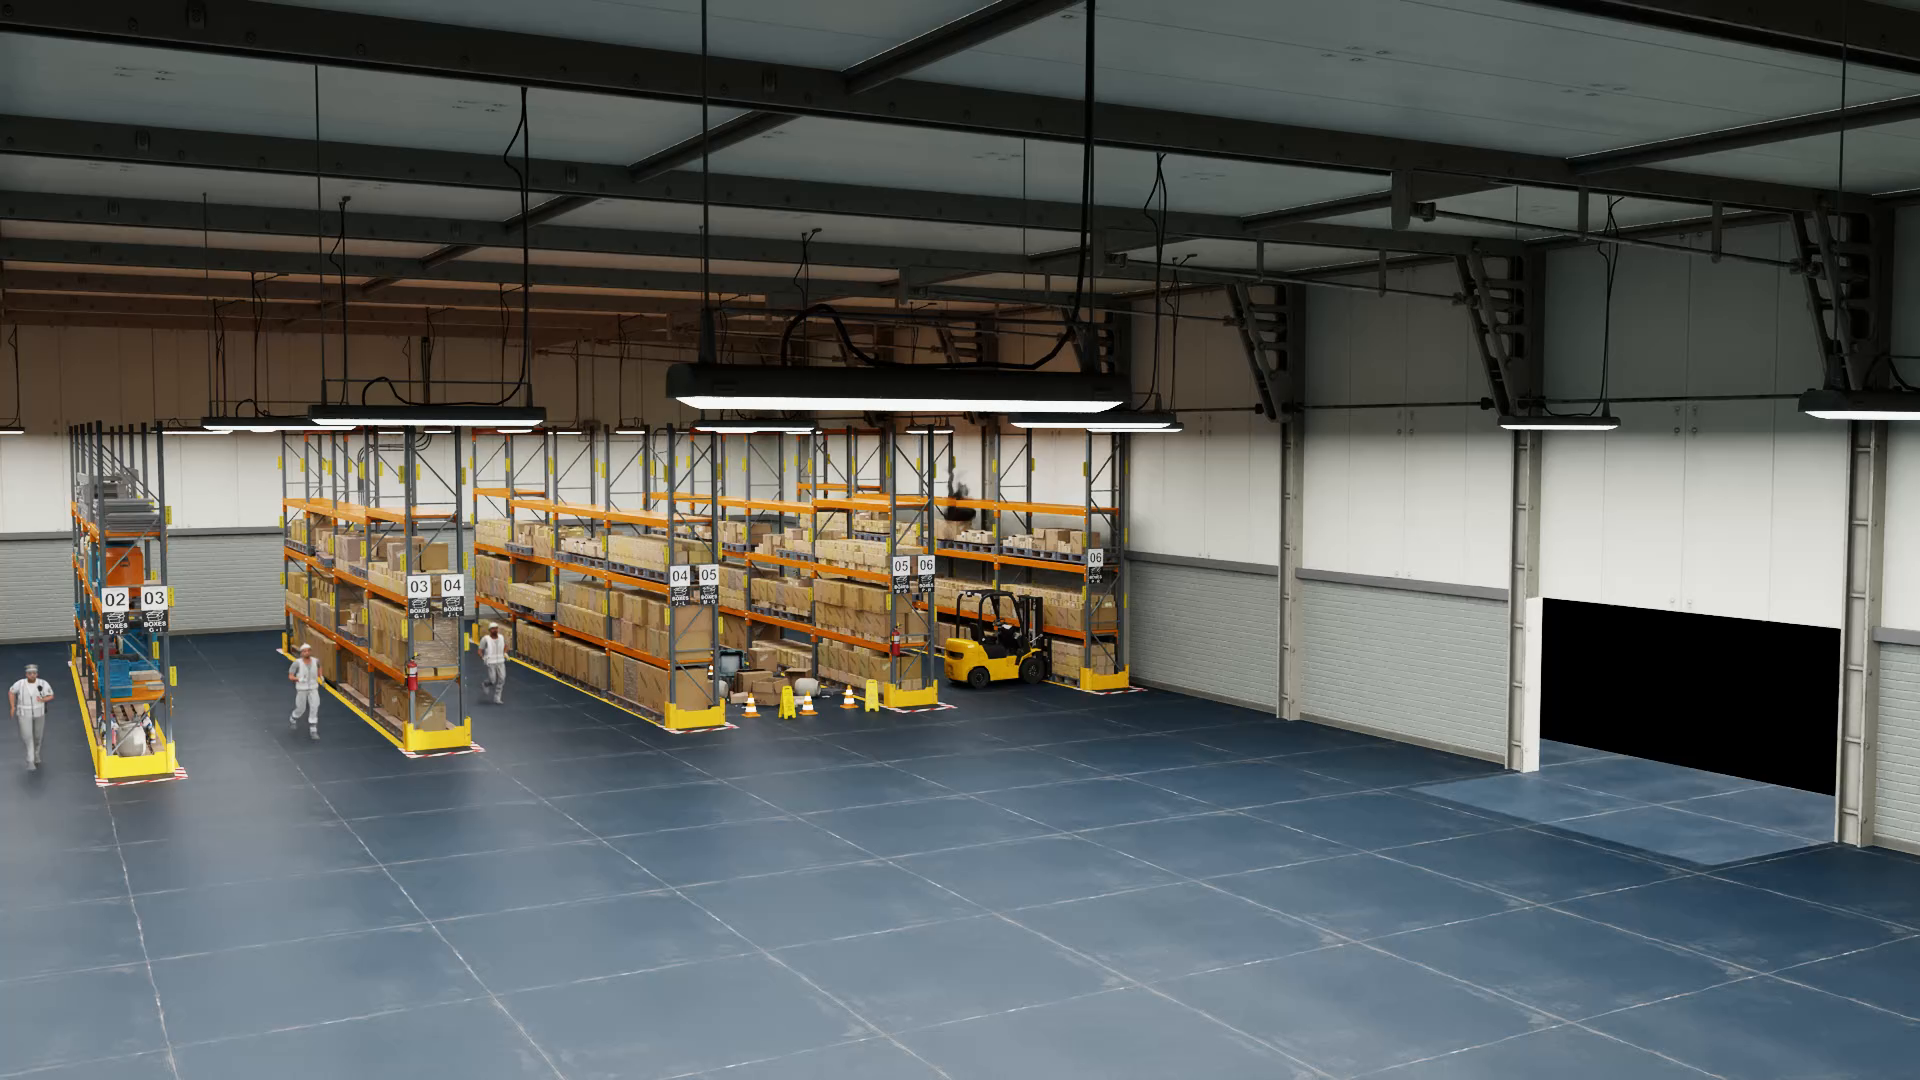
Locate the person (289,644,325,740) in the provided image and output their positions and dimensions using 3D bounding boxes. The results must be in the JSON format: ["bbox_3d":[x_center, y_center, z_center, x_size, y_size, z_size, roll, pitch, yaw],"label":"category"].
[{"bbox_3d":[-12.473,2.867,31.732,0.669,1.794,0.991,-3,5,-39],"label":"person"}]

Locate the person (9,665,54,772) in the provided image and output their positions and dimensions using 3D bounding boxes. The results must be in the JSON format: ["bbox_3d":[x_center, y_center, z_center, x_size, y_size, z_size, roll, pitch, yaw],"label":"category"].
[{"bbox_3d":[-16.057,3.058,28.788,0.634,1.830,0.892,-3,4,-38],"label":"person"}]

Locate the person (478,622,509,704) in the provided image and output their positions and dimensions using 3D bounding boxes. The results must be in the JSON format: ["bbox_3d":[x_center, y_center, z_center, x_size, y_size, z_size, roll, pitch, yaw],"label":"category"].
[{"bbox_3d":[-10.032,2.648,35.876,0.693,1.743,0.657,-3,4,-37],"label":"person"}]
